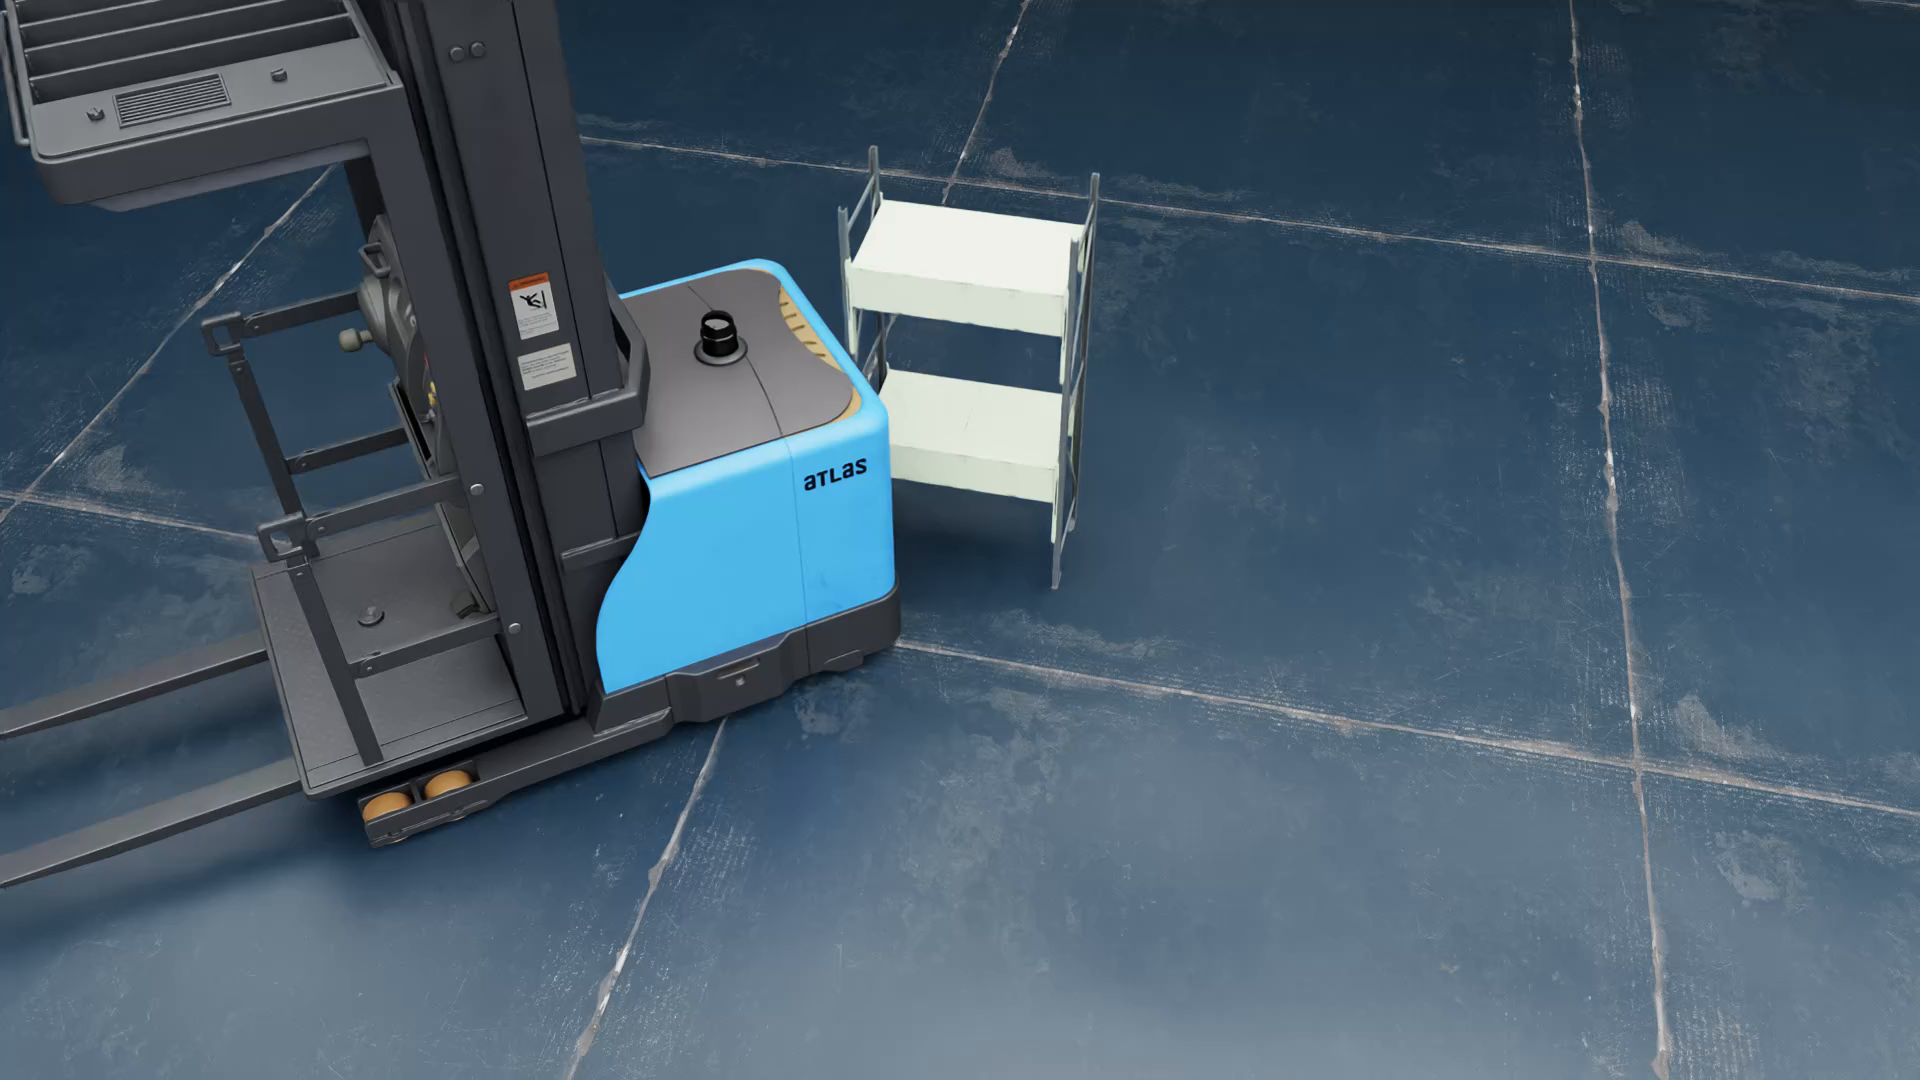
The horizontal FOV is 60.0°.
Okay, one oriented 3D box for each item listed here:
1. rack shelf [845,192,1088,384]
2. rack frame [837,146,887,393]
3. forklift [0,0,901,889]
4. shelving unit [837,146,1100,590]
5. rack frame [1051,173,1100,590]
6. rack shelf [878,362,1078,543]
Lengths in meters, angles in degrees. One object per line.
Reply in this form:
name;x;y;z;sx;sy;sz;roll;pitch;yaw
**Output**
rack shelf;0.033;-0.833;5.472;0.720;0.370;0.431;9;45;9
rack frame;-0.324;-0.610;5.802;0.023;1.500;0.400;9;45;9
forklift;-1.760;-0.519;4.676;3.031;2.935;1.130;-19;47;-19
shelving unit;0.033;-0.552;5.742;0.755;1.500;0.431;9;45;9
rack frame;0.389;-0.495;5.682;0.023;1.500;0.400;9;45;9
rack shelf;0.033;-0.317;5.968;0.720;0.370;0.431;9;45;9
